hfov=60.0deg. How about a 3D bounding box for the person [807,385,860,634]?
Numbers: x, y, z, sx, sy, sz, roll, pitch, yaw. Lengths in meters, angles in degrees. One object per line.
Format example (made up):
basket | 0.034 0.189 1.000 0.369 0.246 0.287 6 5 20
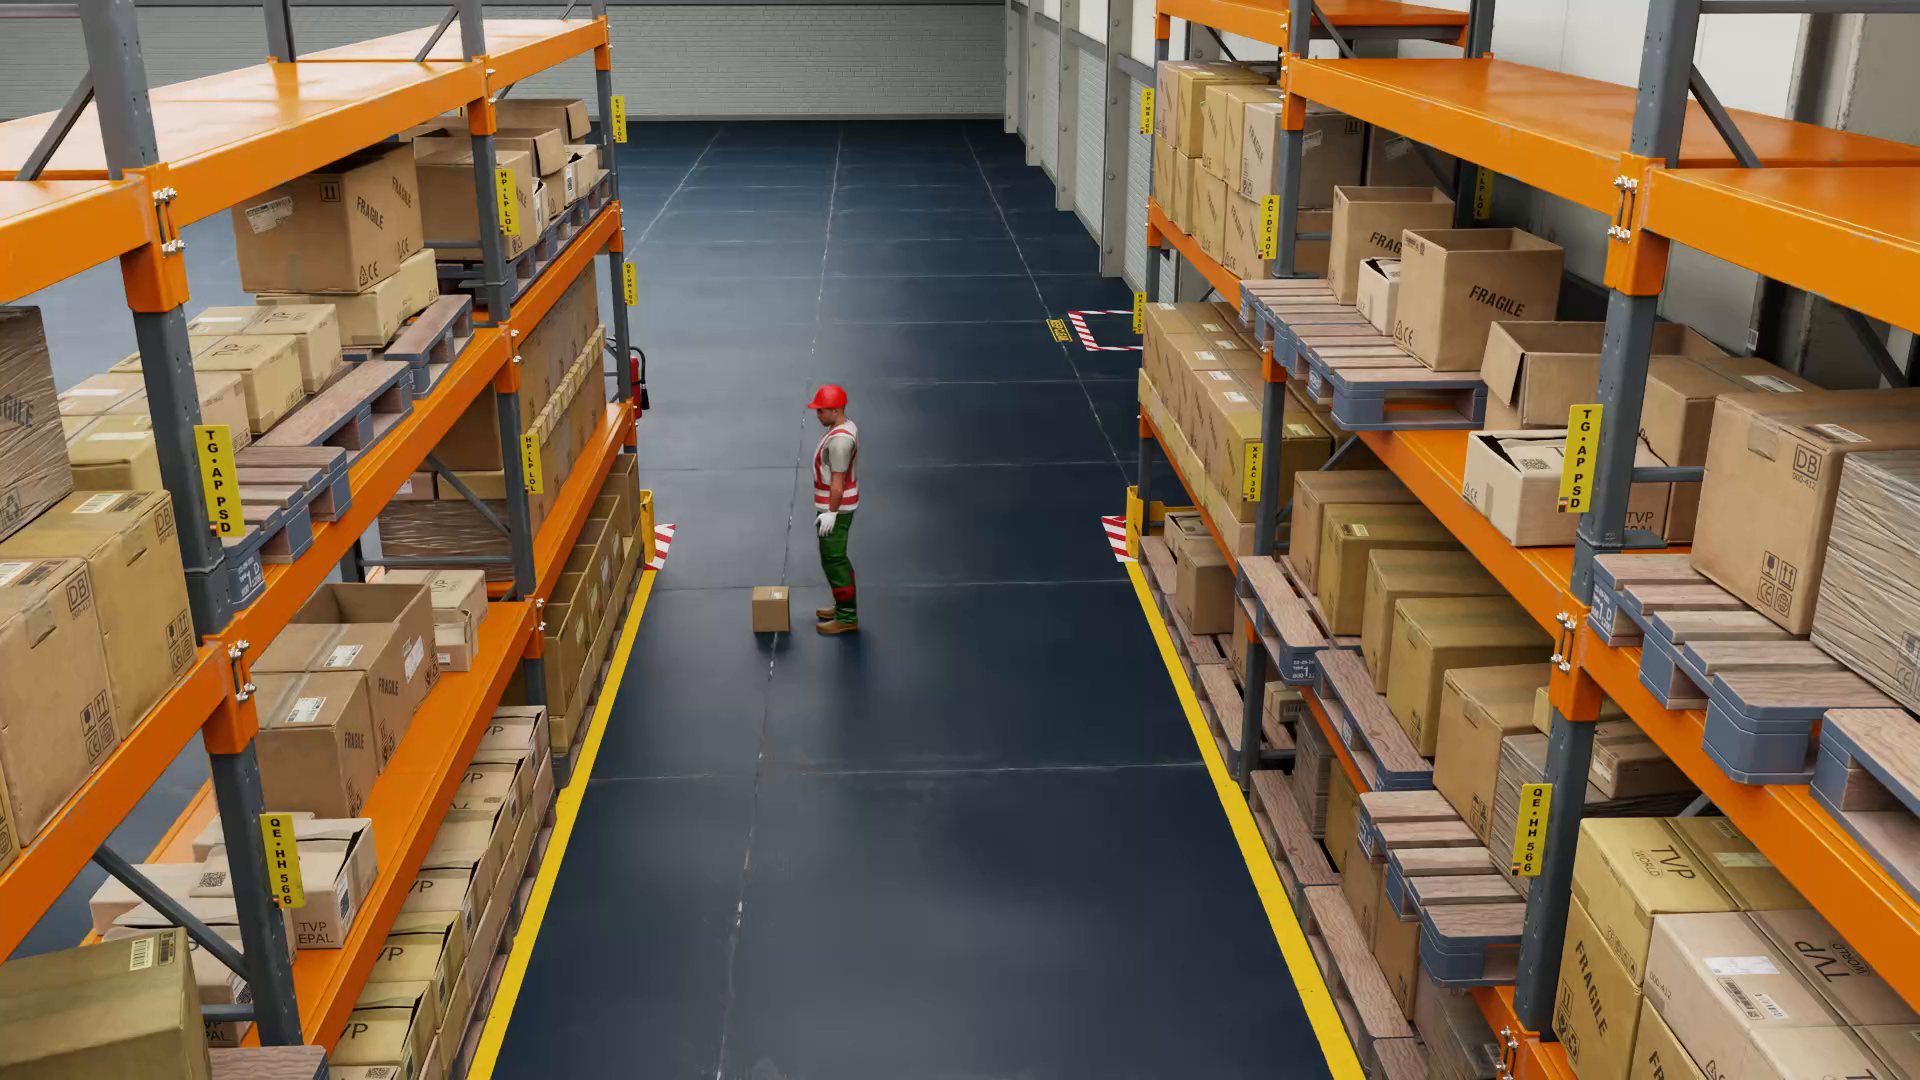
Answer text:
person | -0.872 -0.224 11.669 0.351 1.782 0.528 -1 20 -2
